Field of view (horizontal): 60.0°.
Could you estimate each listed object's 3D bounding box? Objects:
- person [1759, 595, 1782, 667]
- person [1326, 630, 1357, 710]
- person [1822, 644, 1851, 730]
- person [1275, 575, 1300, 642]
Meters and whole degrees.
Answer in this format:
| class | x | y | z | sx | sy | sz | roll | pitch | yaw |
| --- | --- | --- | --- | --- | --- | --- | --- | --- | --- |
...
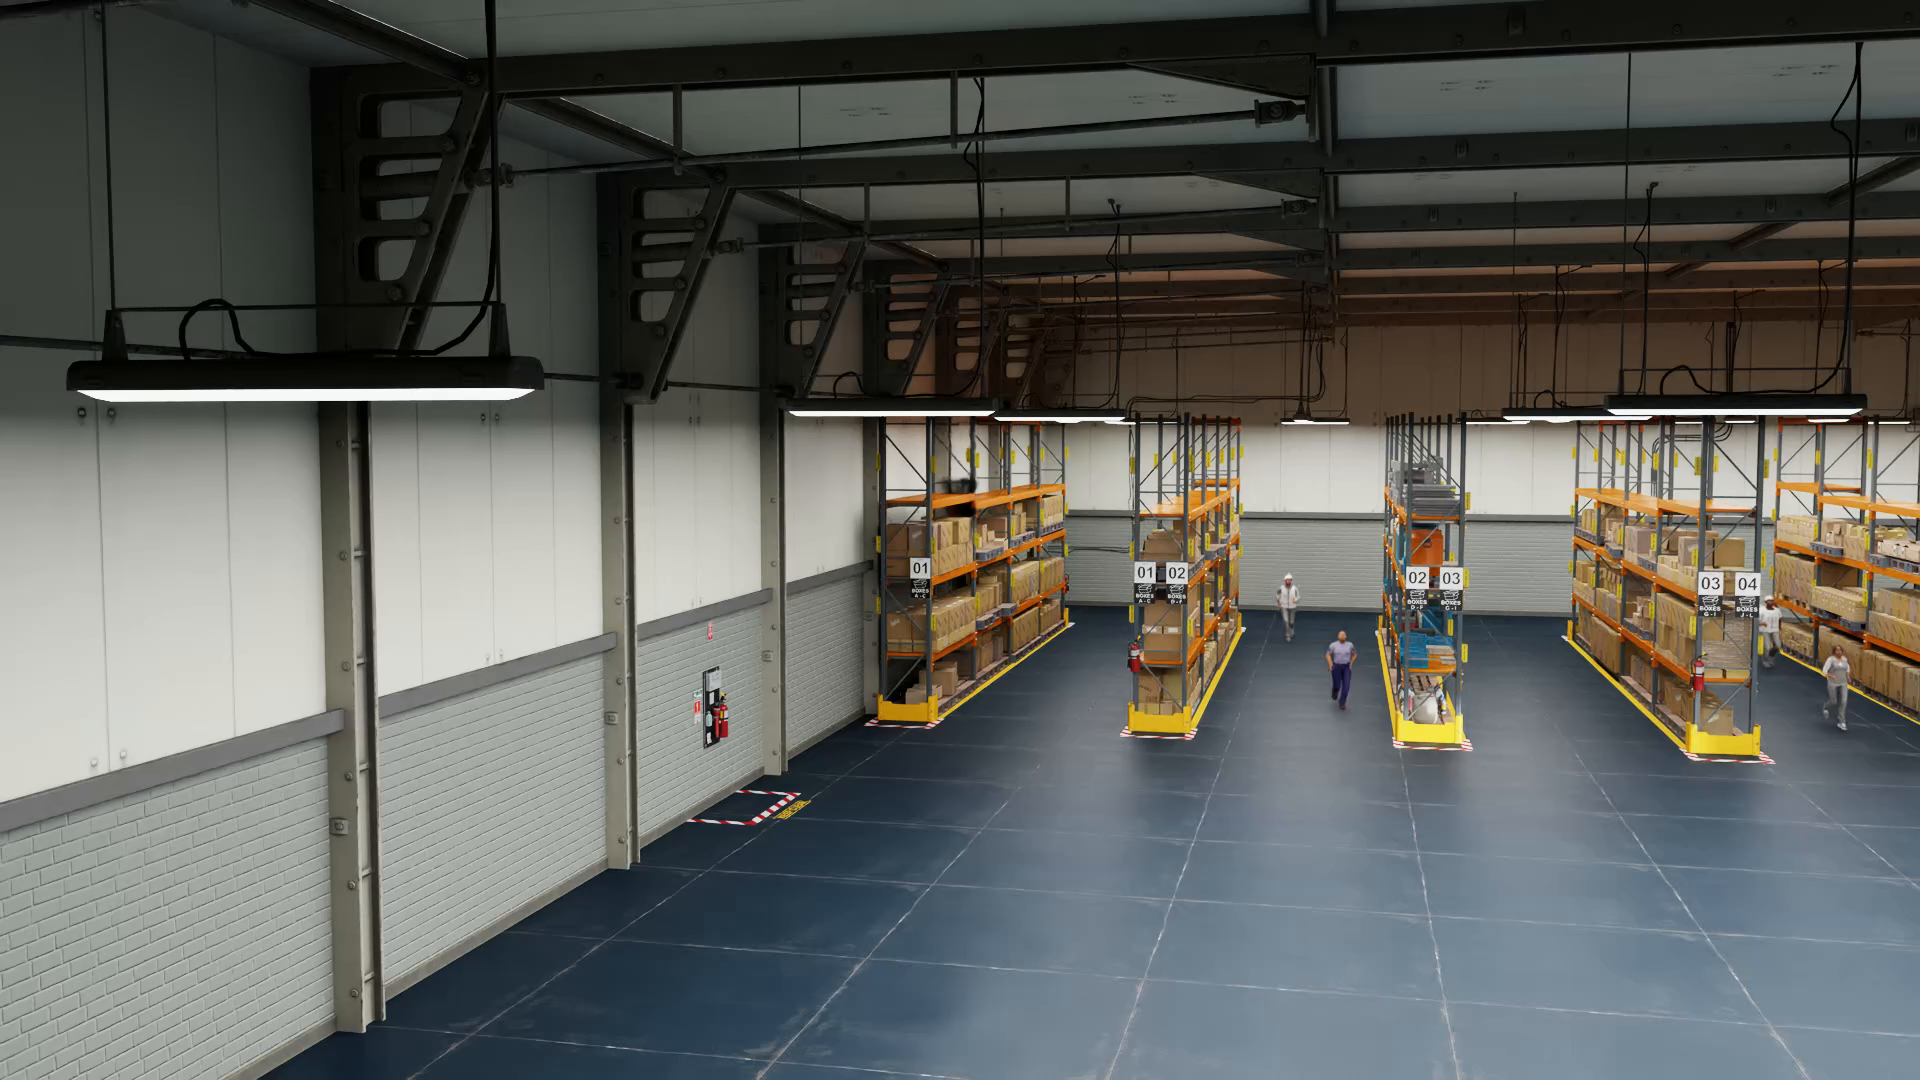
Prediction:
| class | x | y | z | sx | sy | sz | roll | pitch | yaw |
| --- | --- | --- | --- | --- | --- | --- | --- | --- | --- |
| person | 19.252 | 2.176 | 39.490 | 0.686 | 1.721 | 0.593 | 0 | 4 | 5 |
| person | 7.801 | 2.641 | 33.986 | 0.614 | 1.602 | 0.575 | 0 | 4 | 6 |
| person | 16.785 | 2.786 | 31.815 | 0.554 | 1.589 | 0.866 | 0 | 4 | 7 |
| person | 8.834 | 1.816 | 44.842 | 0.672 | 1.764 | 0.889 | 0 | 4 | 6 |
